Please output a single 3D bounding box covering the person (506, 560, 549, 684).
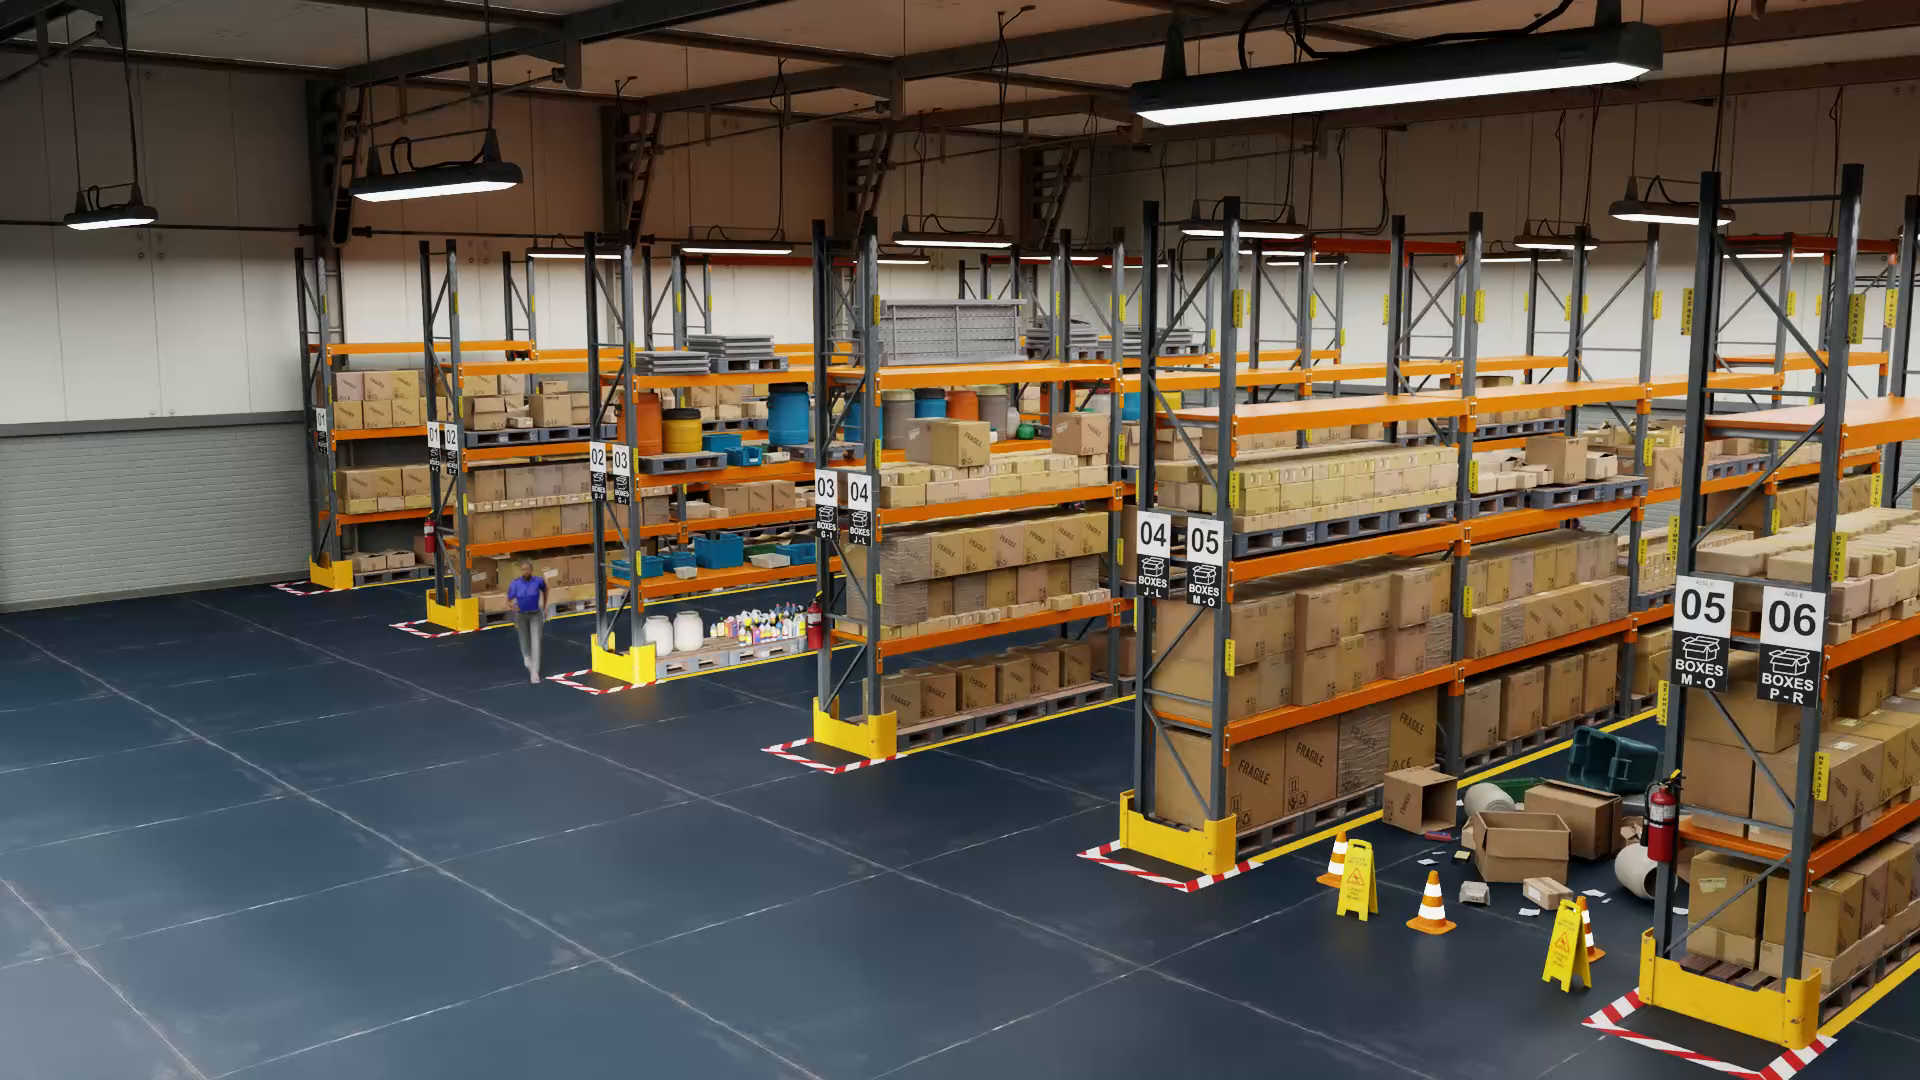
[{"bbox_3d":[-5.843,1.064,22.518,0.553,1.616,0.970,-2,9,-12],"label":"person"}]

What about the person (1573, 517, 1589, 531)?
[{"bbox_3d":[11.229,-0.054,30.616,0.666,1.526,0.587,2,9,15],"label":"person"}]
